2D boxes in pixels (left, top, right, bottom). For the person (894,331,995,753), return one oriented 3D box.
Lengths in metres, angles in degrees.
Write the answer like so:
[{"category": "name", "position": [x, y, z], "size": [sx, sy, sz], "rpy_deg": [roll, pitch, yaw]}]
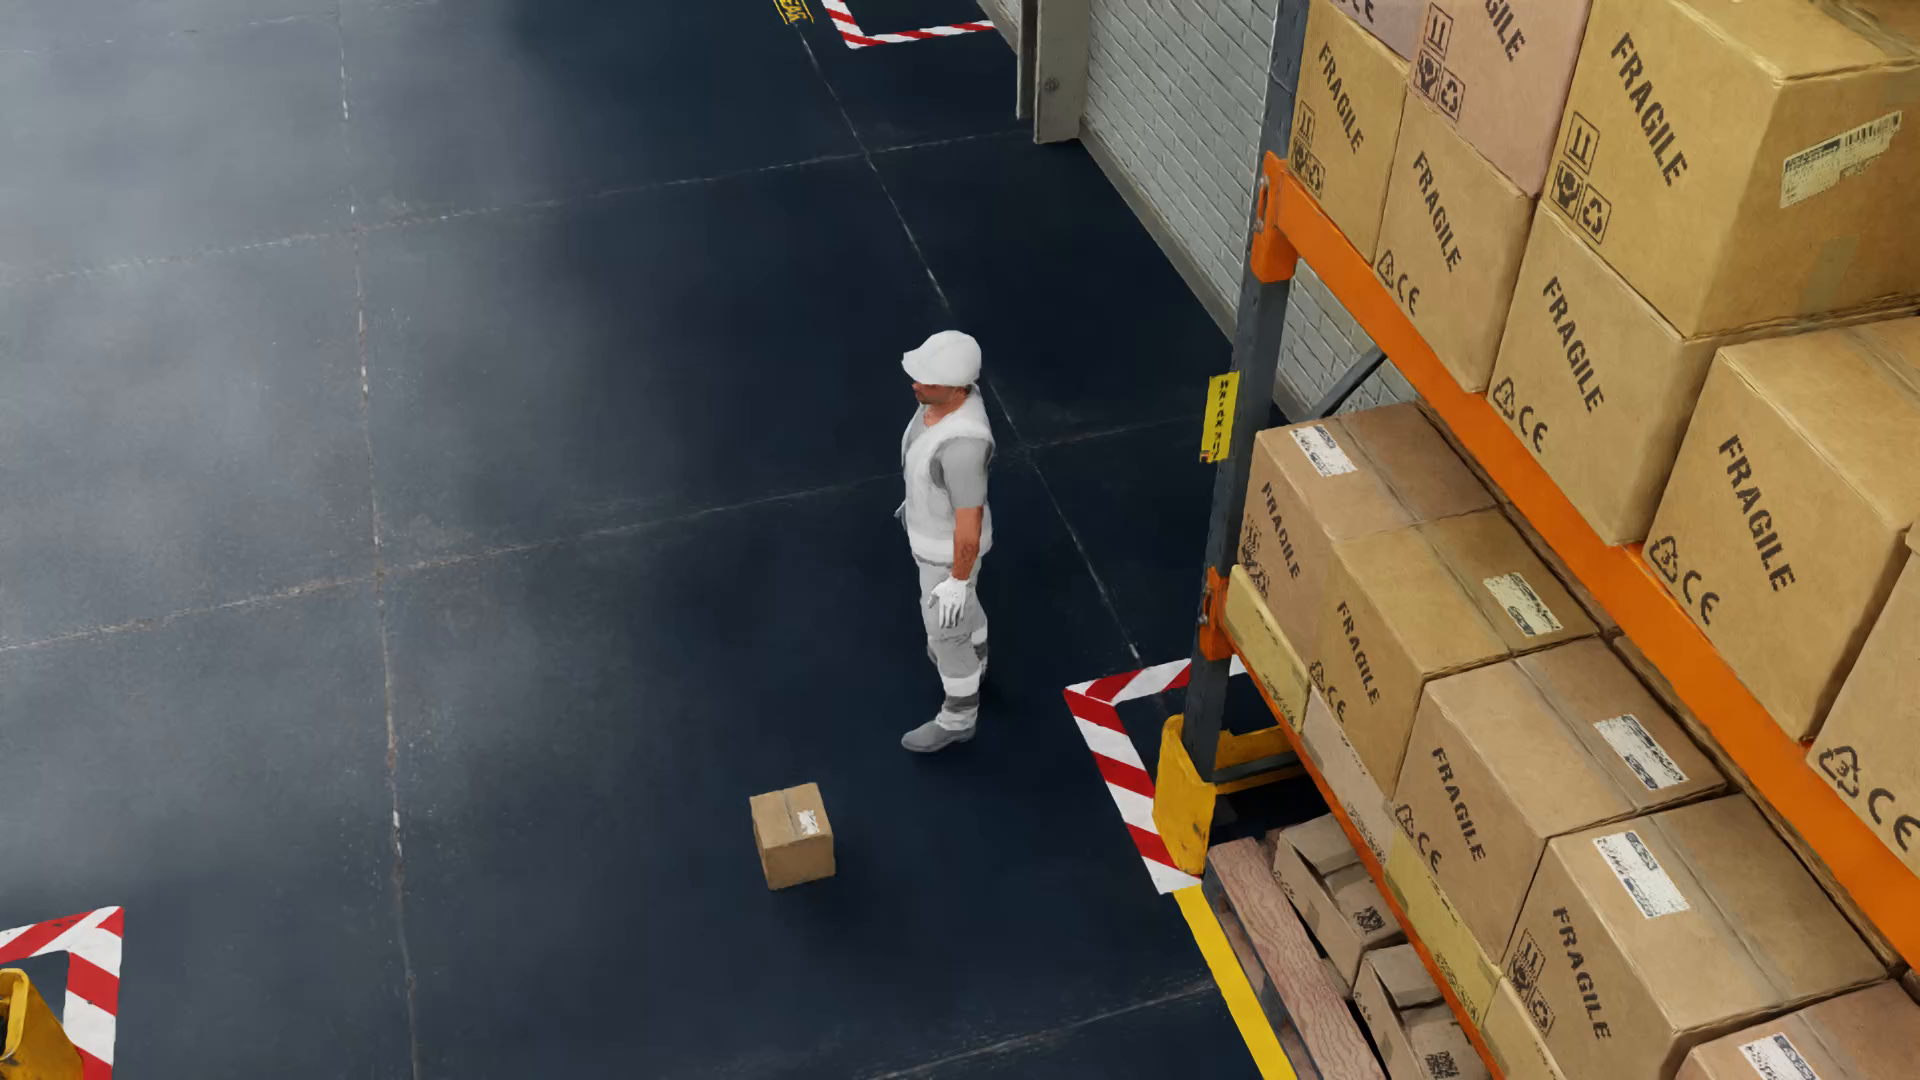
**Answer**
[{"category": "person", "position": [-0.058, 0.002, 6.091], "size": [0.377, 1.793, 0.687], "rpy_deg": [-3, 42, -4]}]
